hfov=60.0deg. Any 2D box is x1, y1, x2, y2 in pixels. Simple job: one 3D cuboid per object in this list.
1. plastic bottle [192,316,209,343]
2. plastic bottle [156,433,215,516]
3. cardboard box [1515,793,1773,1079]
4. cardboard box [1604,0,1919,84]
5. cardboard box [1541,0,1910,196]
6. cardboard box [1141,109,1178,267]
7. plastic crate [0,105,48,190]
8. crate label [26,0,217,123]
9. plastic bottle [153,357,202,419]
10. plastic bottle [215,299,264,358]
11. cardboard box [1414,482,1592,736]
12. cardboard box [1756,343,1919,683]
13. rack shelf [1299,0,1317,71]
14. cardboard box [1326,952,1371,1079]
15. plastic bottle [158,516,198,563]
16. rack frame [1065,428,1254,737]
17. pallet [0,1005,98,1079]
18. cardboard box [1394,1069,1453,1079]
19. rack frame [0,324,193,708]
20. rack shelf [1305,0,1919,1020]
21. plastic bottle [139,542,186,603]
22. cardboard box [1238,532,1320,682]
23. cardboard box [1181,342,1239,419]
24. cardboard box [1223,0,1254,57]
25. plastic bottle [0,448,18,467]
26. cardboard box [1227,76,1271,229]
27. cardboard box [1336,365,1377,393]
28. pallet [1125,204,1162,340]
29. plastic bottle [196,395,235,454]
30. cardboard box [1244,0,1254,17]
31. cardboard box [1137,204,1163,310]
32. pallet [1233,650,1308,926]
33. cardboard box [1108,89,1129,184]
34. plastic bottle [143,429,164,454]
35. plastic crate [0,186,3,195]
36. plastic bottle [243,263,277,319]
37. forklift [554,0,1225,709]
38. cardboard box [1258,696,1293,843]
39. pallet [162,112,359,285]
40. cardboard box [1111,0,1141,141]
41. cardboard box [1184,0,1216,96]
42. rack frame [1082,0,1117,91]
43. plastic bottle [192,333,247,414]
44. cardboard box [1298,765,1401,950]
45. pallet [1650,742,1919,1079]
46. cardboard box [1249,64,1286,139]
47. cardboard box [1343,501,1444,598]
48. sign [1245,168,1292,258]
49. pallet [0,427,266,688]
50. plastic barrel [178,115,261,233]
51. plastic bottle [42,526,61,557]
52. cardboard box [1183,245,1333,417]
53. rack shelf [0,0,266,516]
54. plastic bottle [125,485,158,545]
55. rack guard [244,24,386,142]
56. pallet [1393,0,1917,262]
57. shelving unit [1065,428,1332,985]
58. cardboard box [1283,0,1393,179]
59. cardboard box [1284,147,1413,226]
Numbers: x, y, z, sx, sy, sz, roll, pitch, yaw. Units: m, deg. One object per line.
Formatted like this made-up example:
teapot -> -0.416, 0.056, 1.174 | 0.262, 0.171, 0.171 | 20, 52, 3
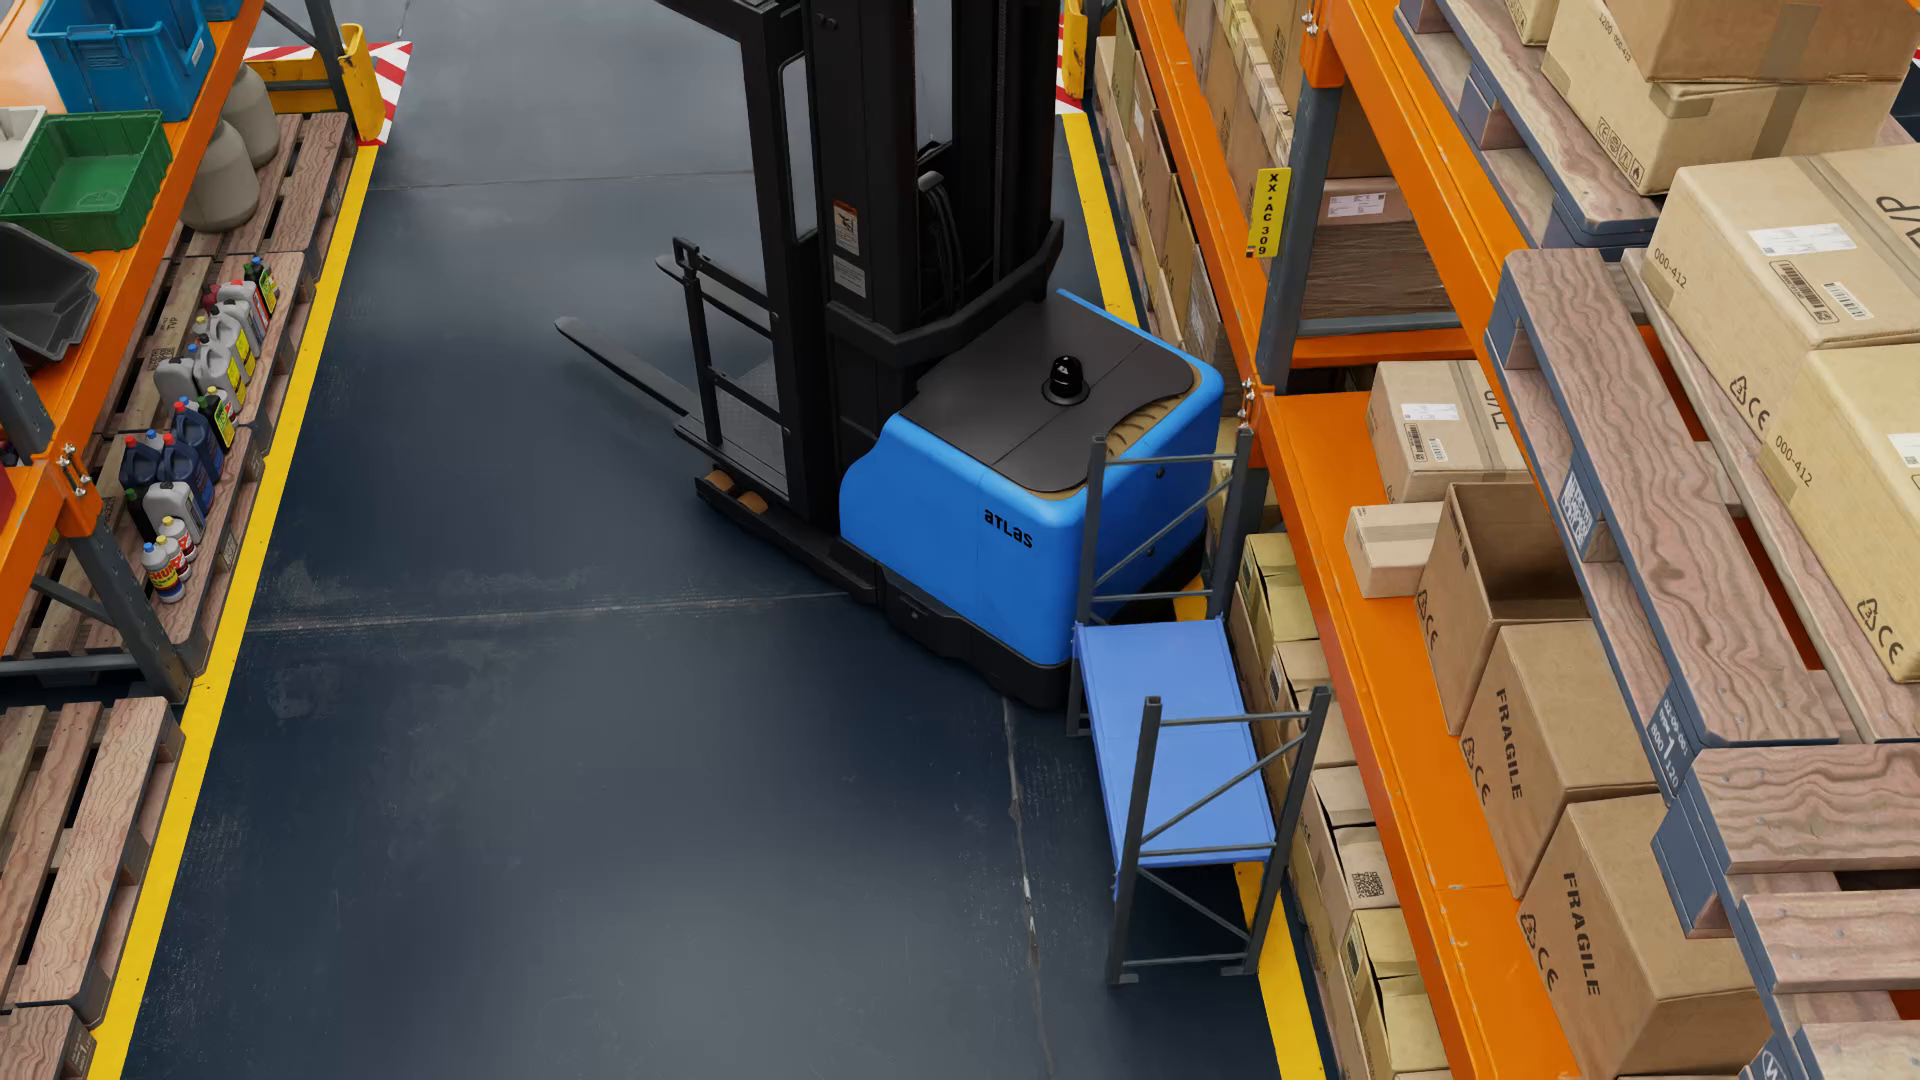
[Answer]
plastic bottle -> -3.297, -0.892, 7.290 | 0.097, 0.201, 0.097 | 0, 47, 0
plastic bottle -> -3.089, -0.266, 6.594 | 0.144, 0.351, 0.185 | -2, 47, -2
cardboard box -> 1.679, 0.932, 3.869 | 0.500, 0.500, 0.500 | -6, 47, -5
cardboard box -> 1.584, -1.238, 3.224 | 0.500, 0.500, 0.500 | 1, 47, 1
cardboard box -> 1.592, -0.995, 3.511 | 0.500, 0.250, 0.500 | -8, 47, -7
cardboard box -> 1.113, -1.579, 7.404 | 0.500, 0.500, 0.500 | -3, 47, -3
plastic crate -> -3.823, -1.485, 6.409 | 0.530, 0.136, 0.437 | -3, 47, -3
crate label -> -3.346, -2.007, 6.697 | 0.502, 0.435, 0.616 | -3, 47, -3
plastic bottle -> -3.286, -0.657, 7.016 | 0.152, 0.276, 0.135 | -3, 47, -3
plastic bottle -> -3.174, -0.939, 7.282 | 0.152, 0.276, 0.135 | -5, 47, -4
cardboard box -> 1.593, 0.189, 4.573 | 0.500, 0.500, 0.500 | 0, 47, 0
cardboard box -> 1.644, -0.063, 2.628 | 0.500, 0.250, 0.500 | -4, 47, -4
rack shelf -> 1.334, -2.946, 6.040 | 1.077, 0.370, 4.000 | -3, 47, -3
cardboard box -> 1.417, 1.506, 4.999 | 0.500, 0.250, 0.500 | -3, 47, -3
plastic bottle -> -3.042, -0.010, 6.454 | 0.097, 0.201, 0.097 | 0, 47, 0
rack frame -> 0.650, 0.193, 5.668 | 0.500, 1.500, 0.032 | -3, 47, -4
pallet -> -3.225, 1.993, 4.854 | 1.003, 0.211, 1.213 | -3, 47, -3
cardboard box -> 1.457, 1.683, 4.445 | 0.500, 0.311, 0.500 | -4, 47, -4
rack frame -> -3.435, -0.416, 5.215 | 1.000, 3.000, 0.127 | -3, 47, -3
rack shelf -> 1.669, -0.052, 3.299 | 1.077, 0.370, 4.000 | -3, 47, -3
plastic bottle -> -3.025, 0.113, 6.289 | 0.097, 0.271, 0.097 | 0, 47, 0
cardboard box -> 1.288, 0.208, 5.842 | 0.500, 0.311, 0.500 | -3, 47, -3
cardboard box -> 1.213, -0.598, 6.992 | 0.500, 0.250, 0.500 | -3, 47, -3
cardboard box -> 1.182, -1.892, 6.097 | 0.380, 0.149, 0.250 | -4, 47, -3
plastic bottle -> -3.792, -0.244, 6.573 | 0.144, 0.351, 0.185 | -6, 47, -5
cardboard box -> 1.407, -1.451, 6.126 | 0.700, 0.500, 0.500 | -4, 47, -4
cardboard box -> 1.775, -0.526, 6.407 | 0.500, 0.500, 0.500 | -3, 47, -3
pallet -> 1.371, -1.219, 7.895 | 1.003, 0.211, 1.213 | -3, 47, -3
plastic bottle -> -3.077, -0.501, 6.863 | 0.061, 0.283, 0.133 | -2, 47, -2
cardboard box -> 1.373, -2.244, 5.983 | 0.700, 0.500, 0.500 | -4, 47, -3
cardboard box -> 1.114, -1.321, 7.676 | 0.500, 0.250, 0.500 | -3, 47, -3
pallet -> 1.602, 0.775, 6.007 | 1.003, 0.211, 1.213 | -3, 47, -3
cardboard box -> 1.035, -2.045, 8.362 | 0.500, 0.250, 0.500 | -3, 47, -3
plastic bottle -> -3.221, -0.336, 6.715 | 0.097, 0.271, 0.097 | 0, 47, 0
plastic crate -> -3.798, -1.149, 6.012 | 0.499, 0.251, 0.616 | -3, 47, -3
plastic bottle -> -3.151, -1.142, 7.470 | 0.061, 0.283, 0.133 | -2, 47, -2
forklift -> -0.473, -1.304, 6.103 | 3.031, 2.935, 1.130 | 32, 54, 27
cardboard box -> 1.330, 0.763, 5.702 | 0.500, 0.250, 0.500 | -2, 47, -2
pallet -> -3.654, -1.711, 8.362 | 1.003, 0.211, 1.213 | -3, 47, -3
cardboard box -> 1.033, -2.302, 8.089 | 0.500, 0.500, 0.500 | -3, 47, -3
cardboard box -> 1.325, -2.185, 6.821 | 0.700, 0.500, 0.500 | -2, 47, -2
rack frame -> 1.166, -3.609, 8.238 | 1.000, 3.000, 0.127 | -3, 47, -3
plastic bottle -> -3.140, -0.710, 7.015 | 0.144, 0.351, 0.185 | -4, 47, -4
cardboard box -> 1.369, 0.945, 5.144 | 0.500, 0.311, 0.500 | -5, 47, -5
pallet -> 1.690, 0.727, 2.196 | 1.213, 0.211, 1.003 | -2, 47, -1
cardboard box -> 1.222, -1.524, 5.749 | 0.380, 0.149, 0.250 | -5, 47, -4
cardboard box -> 1.372, 0.025, 4.970 | 0.380, 0.149, 0.250 | -3, 47, -3
sign -> 0.948, -1.005, 5.121 | 0.100, 0.325, 0.005 | -3, 47, -3
pallet -> -3.450, 0.054, 6.690 | 1.003, 0.211, 1.213 | -3, 47, -3
plastic barrel -> -3.597, -1.765, 7.917 | 0.421, 0.512, 0.421 | 0, 47, 0
plastic bottle -> -3.632, -0.114, 6.450 | 0.144, 0.351, 0.185 | -3, 47, -3
cardboard box -> 1.214, -0.856, 6.720 | 0.500, 0.500, 0.500 | -3, 47, -3
rack shelf -> -3.602, -1.616, 6.847 | 1.077, 0.370, 4.000 | -3, 47, -3
plastic bottle -> -3.185, -0.116, 6.498 | 0.061, 0.283, 0.133 | -3, 47, -3
rack guard -> -3.717, -2.399, 8.814 | 1.175, 0.500, 0.348 | -3, 47, -3
pallet -> 1.588, -1.043, 3.874 | 0.805, 0.209, 1.217 | -5, 47, -5
shelving unit -> 0.693, 0.561, 5.320 | 0.538, 1.500, 1.048 | -3, 47, -4
cardboard box -> 1.458, -1.516, 5.294 | 0.700, 0.500, 0.500 | -3, 47, -3
cardboard box -> 1.265, -1.156, 5.400 | 0.380, 0.149, 0.250 | -4, 47, -3
